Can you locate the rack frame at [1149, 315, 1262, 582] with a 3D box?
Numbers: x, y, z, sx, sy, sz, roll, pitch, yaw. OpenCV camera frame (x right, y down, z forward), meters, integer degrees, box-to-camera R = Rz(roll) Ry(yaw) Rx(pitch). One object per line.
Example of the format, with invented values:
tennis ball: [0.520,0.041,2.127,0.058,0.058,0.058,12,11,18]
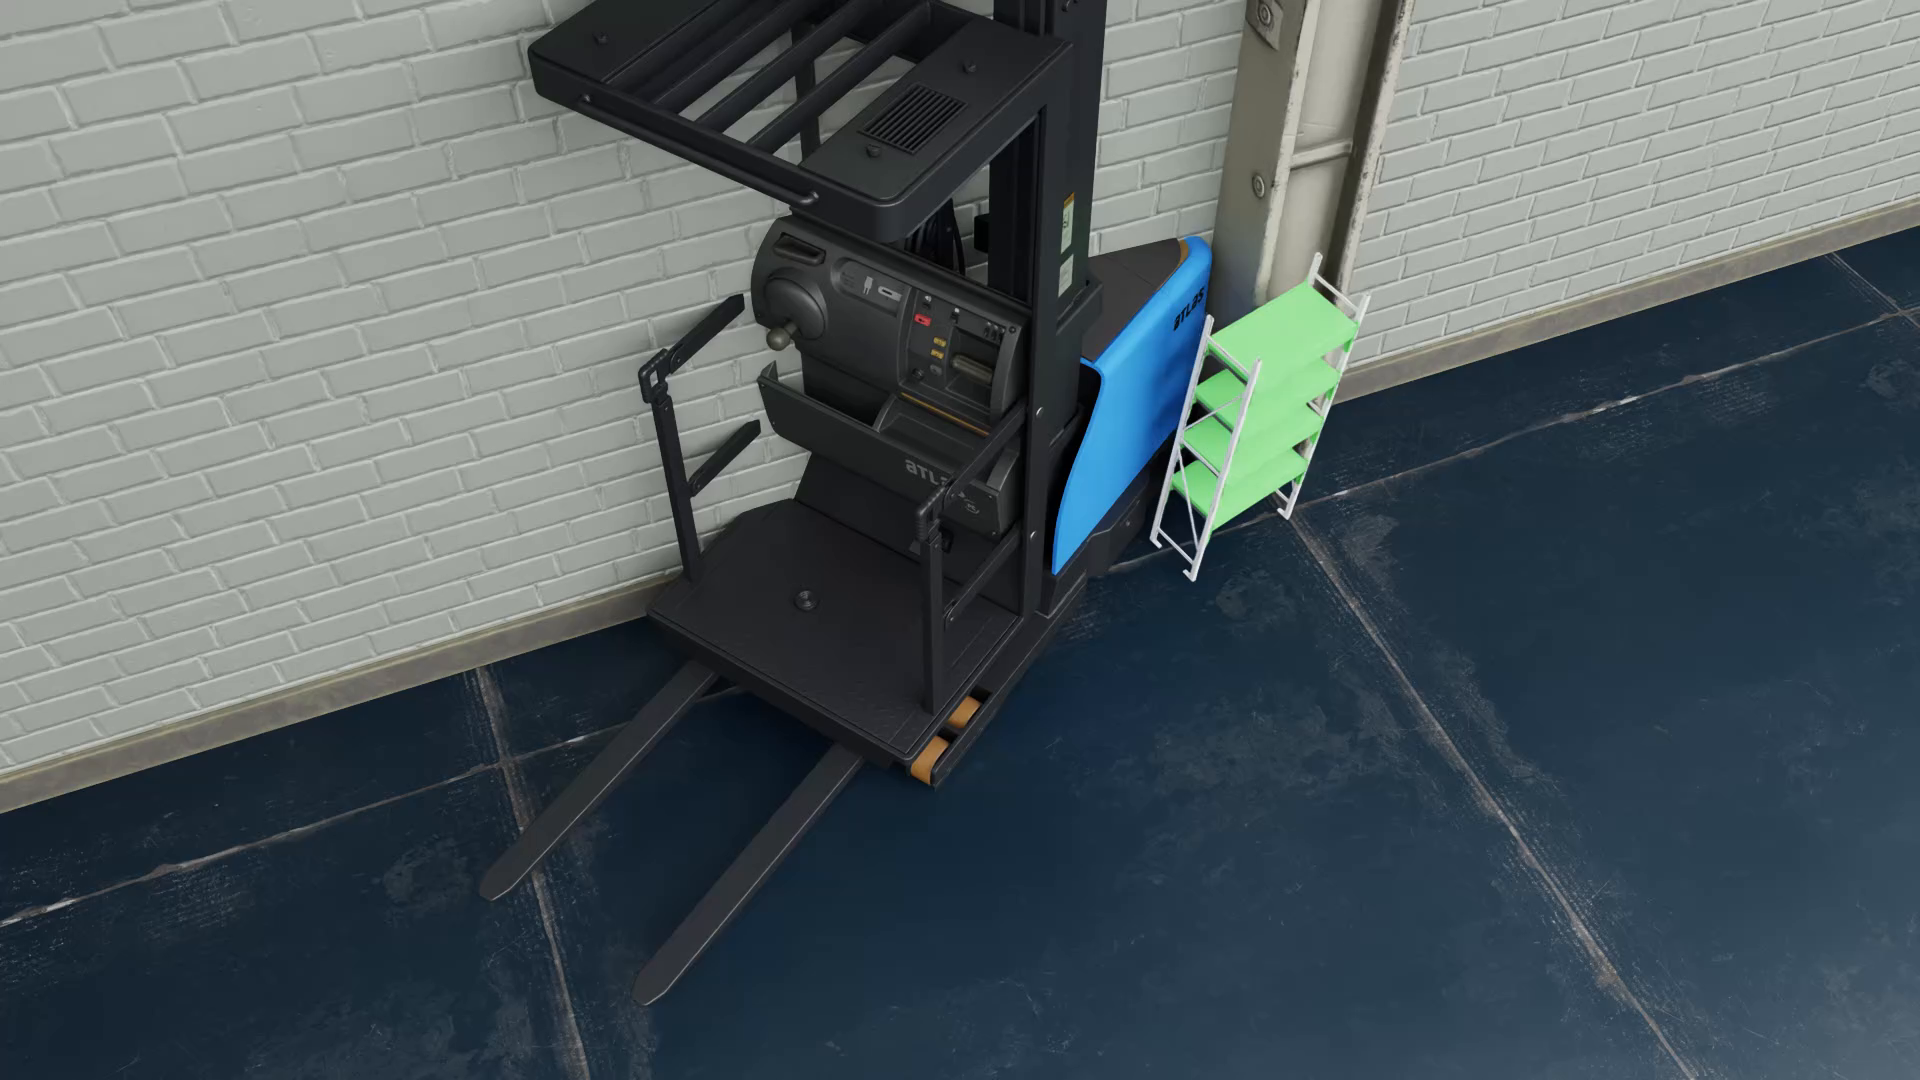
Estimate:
rack frame: [0.822,-0.279,5.684,0.015,1.200,0.240,-31,62,-23]

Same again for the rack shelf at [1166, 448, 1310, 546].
rack shelf: [0.996,-0.217,6.027,0.480,0.148,0.258,-31,62,-23]

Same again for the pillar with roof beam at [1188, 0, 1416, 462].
pillar with roof beam: [2.747,-0.238,0.523,0.400,9.000,9.100,-17,52,-14]

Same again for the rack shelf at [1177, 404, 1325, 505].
rack shelf: [1.010,-0.357,5.832,0.480,0.148,0.258,-31,62,-23]

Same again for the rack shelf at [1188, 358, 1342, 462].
rack shelf: [1.024,-0.497,5.638,0.480,0.148,0.258,-31,62,-23]

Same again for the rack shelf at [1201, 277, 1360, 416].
rack shelf: [1.038,-0.637,5.444,0.480,0.148,0.258,-31,62,-23]

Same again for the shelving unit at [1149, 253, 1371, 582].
shelving unit: [1.014,-0.394,5.781,0.503,1.200,0.258,-31,62,-23]

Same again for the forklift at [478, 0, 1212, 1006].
forklift: [-0.348,-0.558,4.798,1.130,2.935,3.031,27,54,21]

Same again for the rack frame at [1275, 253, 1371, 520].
rack frame: [1.206,-0.509,5.878,0.015,1.200,0.240,-31,62,-23]
